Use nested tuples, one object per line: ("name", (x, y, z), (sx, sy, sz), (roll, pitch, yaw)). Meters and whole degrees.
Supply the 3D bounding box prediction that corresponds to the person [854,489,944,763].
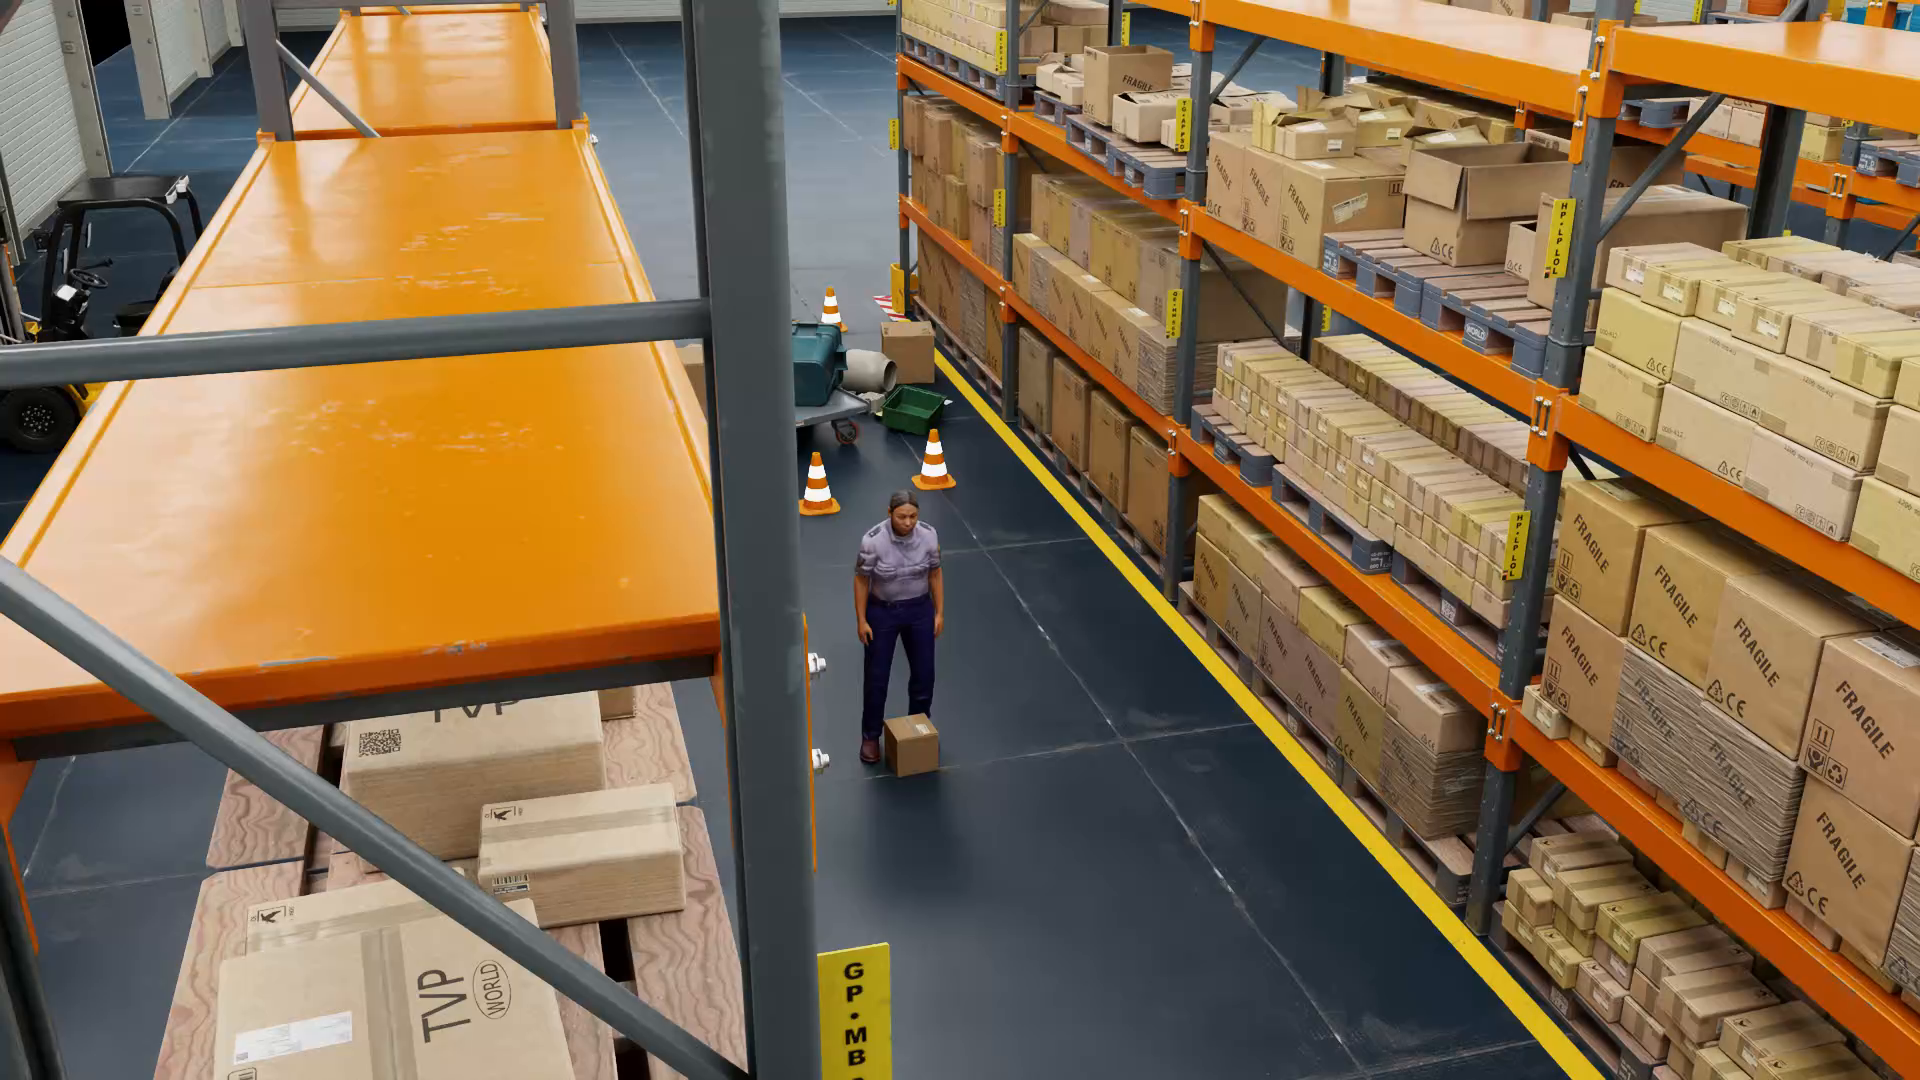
("person", (-0.353, 0.456, 9.579), (0.542, 1.652, 0.368), (-6, 24, -14))
